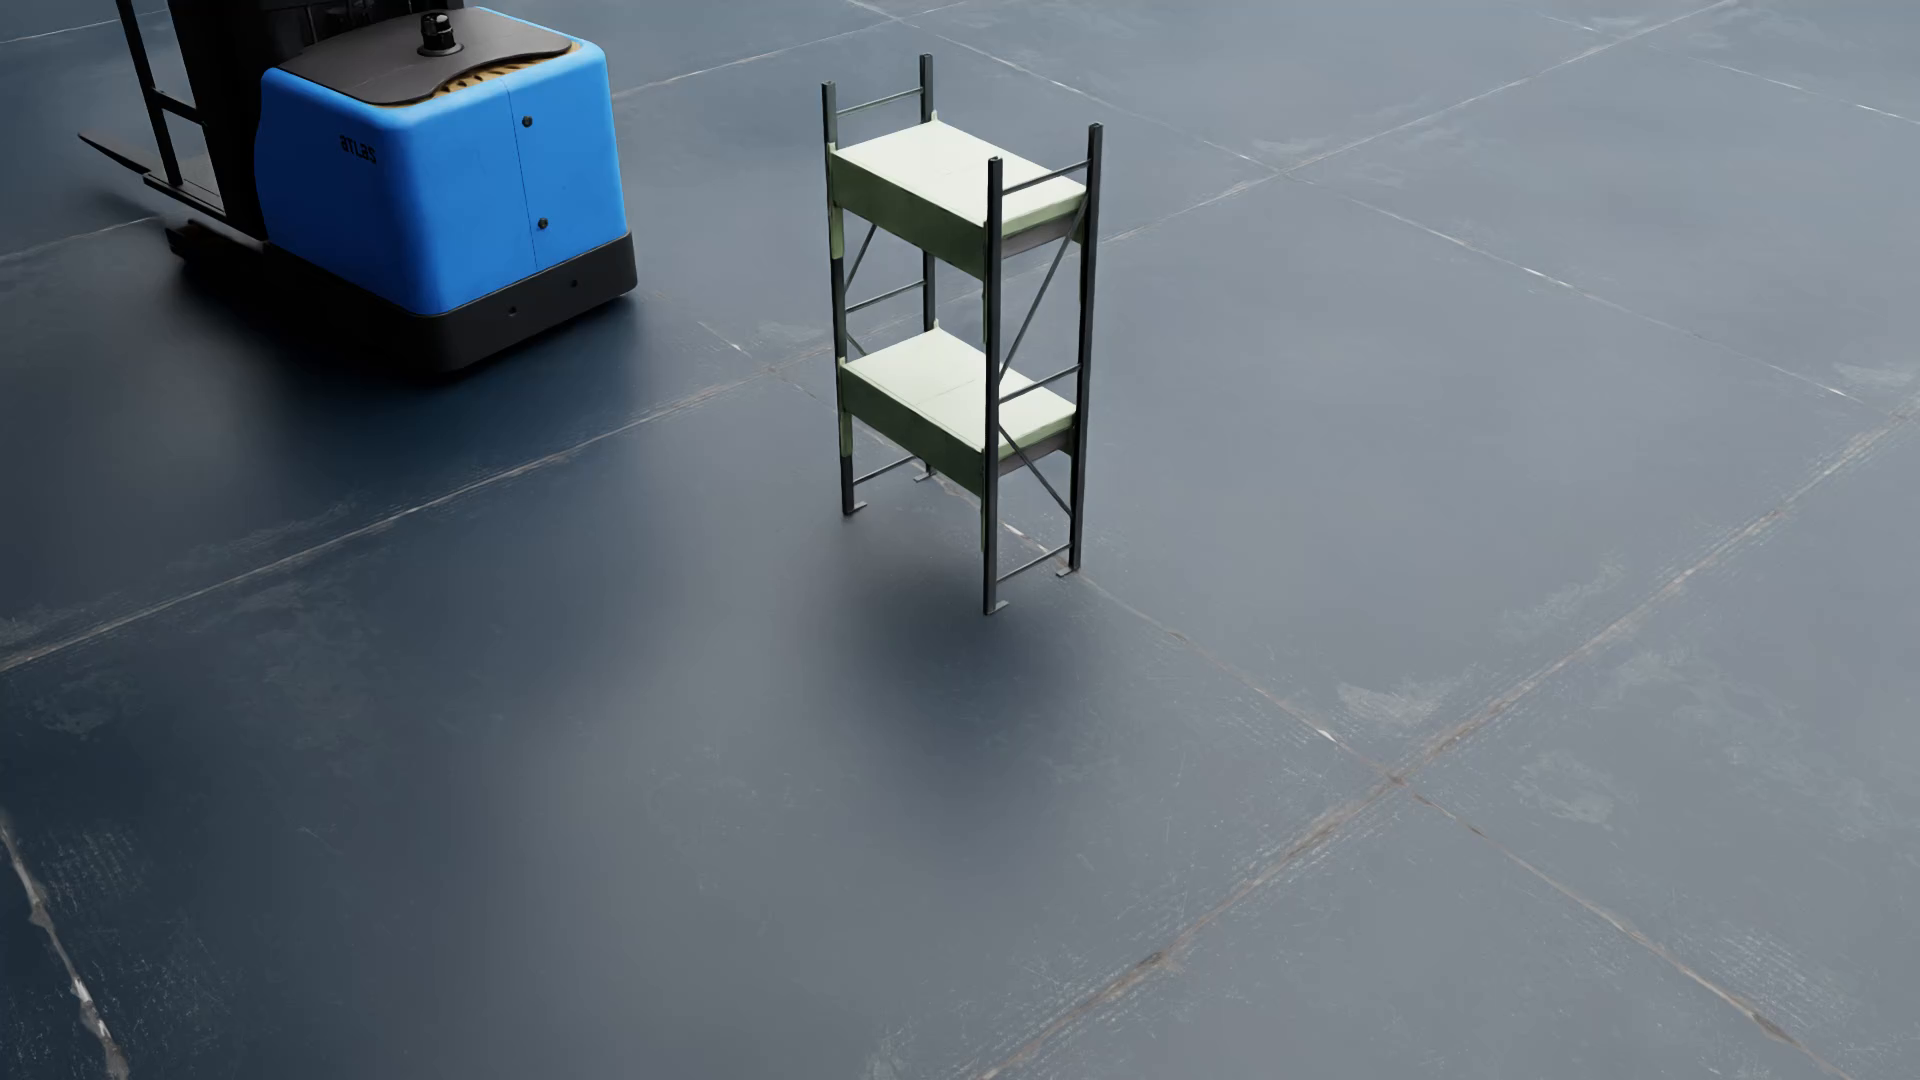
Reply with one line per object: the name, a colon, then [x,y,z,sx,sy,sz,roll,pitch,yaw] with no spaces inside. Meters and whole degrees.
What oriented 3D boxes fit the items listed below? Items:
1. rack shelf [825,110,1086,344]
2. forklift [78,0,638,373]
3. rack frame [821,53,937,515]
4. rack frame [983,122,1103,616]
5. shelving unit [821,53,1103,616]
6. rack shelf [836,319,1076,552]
rack shelf: [-0.004,-0.933,4.875,0.431,0.370,0.720,-26,43,-32]
forklift: [-2.797,-2.534,6.572,3.031,2.935,1.130,26,43,31]
rack frame: [-0.241,-0.777,5.329,0.400,1.500,0.023,-26,43,-32]
rack frame: [0.232,-0.453,4.873,0.400,1.500,0.023,-26,43,-32]
shelving unit: [-0.004,-0.615,5.101,0.431,1.500,0.755,-26,43,-32]
rack shelf: [-0.004,-0.349,5.289,0.431,0.370,0.720,-26,43,-32]
